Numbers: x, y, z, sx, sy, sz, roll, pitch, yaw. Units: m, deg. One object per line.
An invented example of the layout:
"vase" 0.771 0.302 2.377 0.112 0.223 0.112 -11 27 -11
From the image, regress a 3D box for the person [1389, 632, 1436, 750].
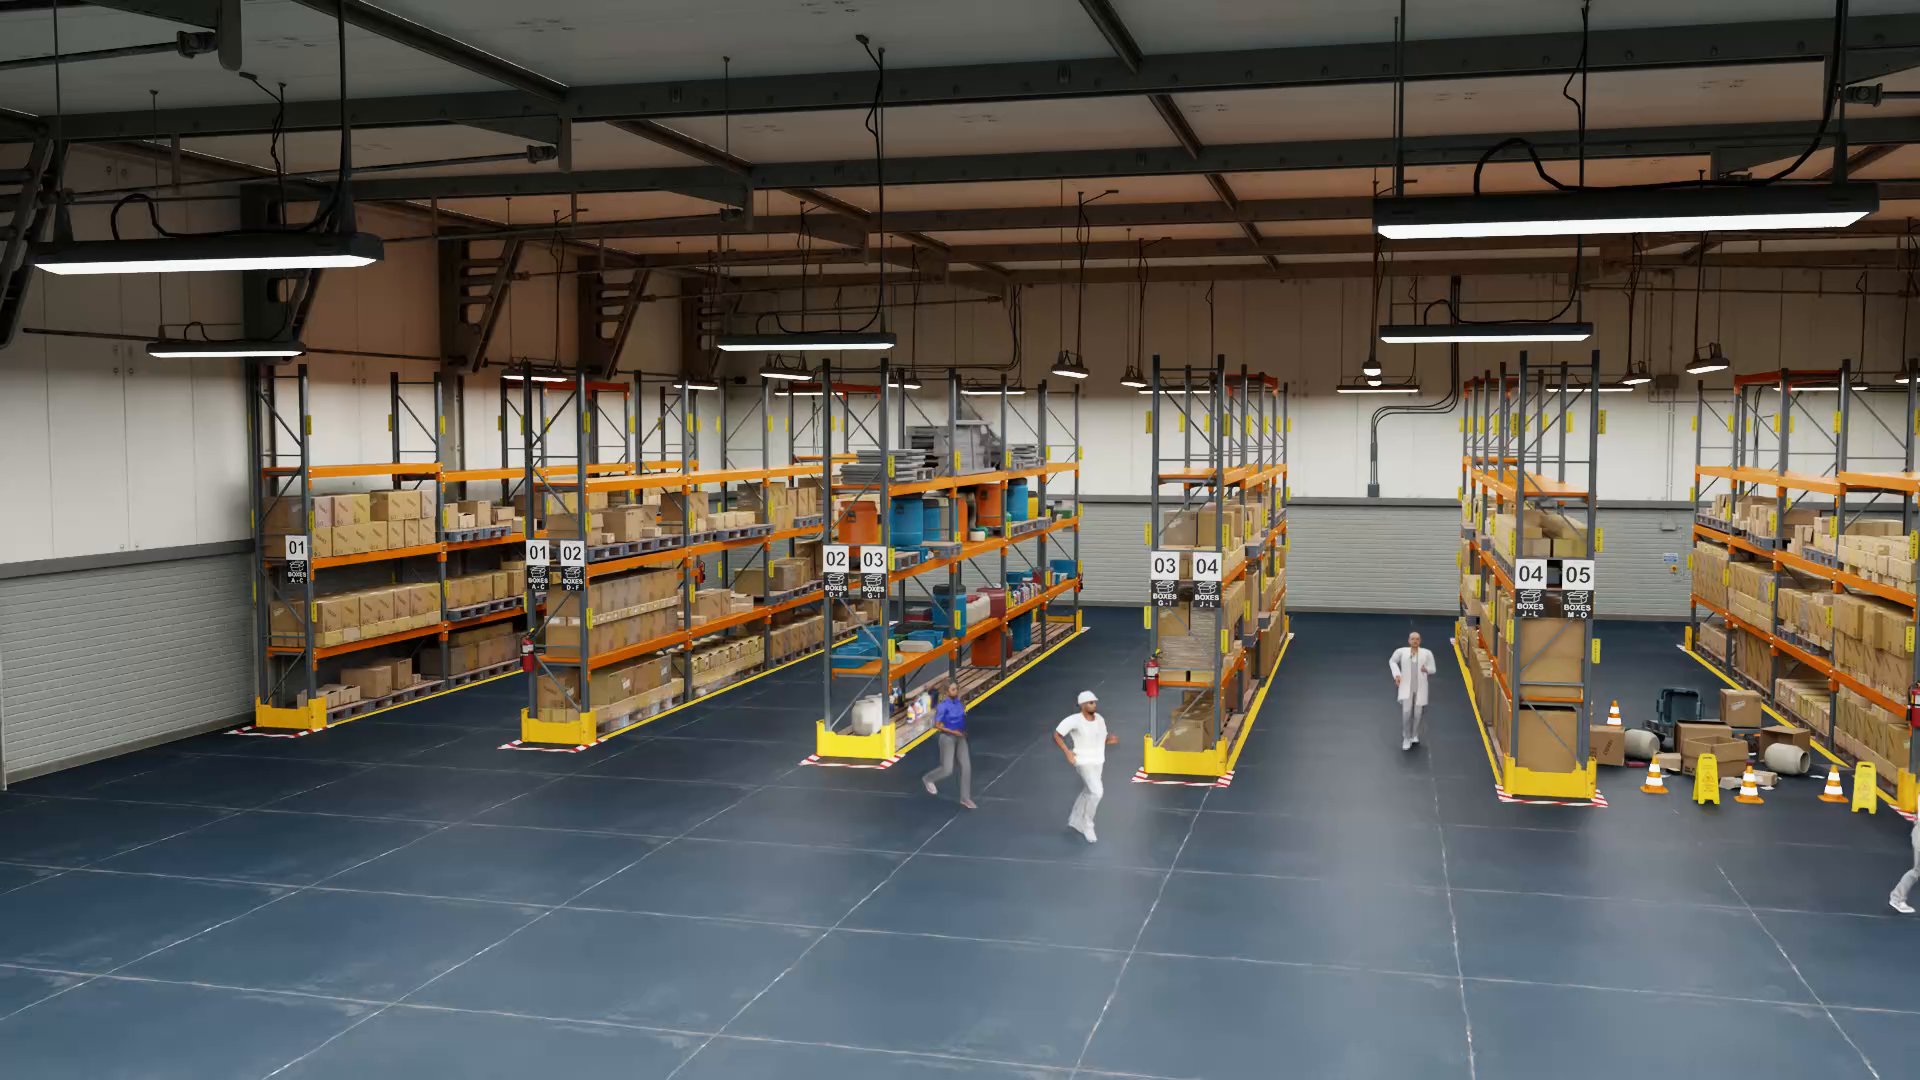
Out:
"person" 7.032 2.345 25.816 0.685 1.834 0.778 1 4 10

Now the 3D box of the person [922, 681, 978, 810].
"person" -0.114 2.679 21.941 0.591 1.658 0.914 -4 6 -45

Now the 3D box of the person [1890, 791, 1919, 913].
"person" 9.750 3.069 16.710 0.559 1.647 0.707 -2 5 -30

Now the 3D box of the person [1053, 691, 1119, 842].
"person" 1.567 2.735 20.155 0.672 1.813 0.715 -4 6 -44
